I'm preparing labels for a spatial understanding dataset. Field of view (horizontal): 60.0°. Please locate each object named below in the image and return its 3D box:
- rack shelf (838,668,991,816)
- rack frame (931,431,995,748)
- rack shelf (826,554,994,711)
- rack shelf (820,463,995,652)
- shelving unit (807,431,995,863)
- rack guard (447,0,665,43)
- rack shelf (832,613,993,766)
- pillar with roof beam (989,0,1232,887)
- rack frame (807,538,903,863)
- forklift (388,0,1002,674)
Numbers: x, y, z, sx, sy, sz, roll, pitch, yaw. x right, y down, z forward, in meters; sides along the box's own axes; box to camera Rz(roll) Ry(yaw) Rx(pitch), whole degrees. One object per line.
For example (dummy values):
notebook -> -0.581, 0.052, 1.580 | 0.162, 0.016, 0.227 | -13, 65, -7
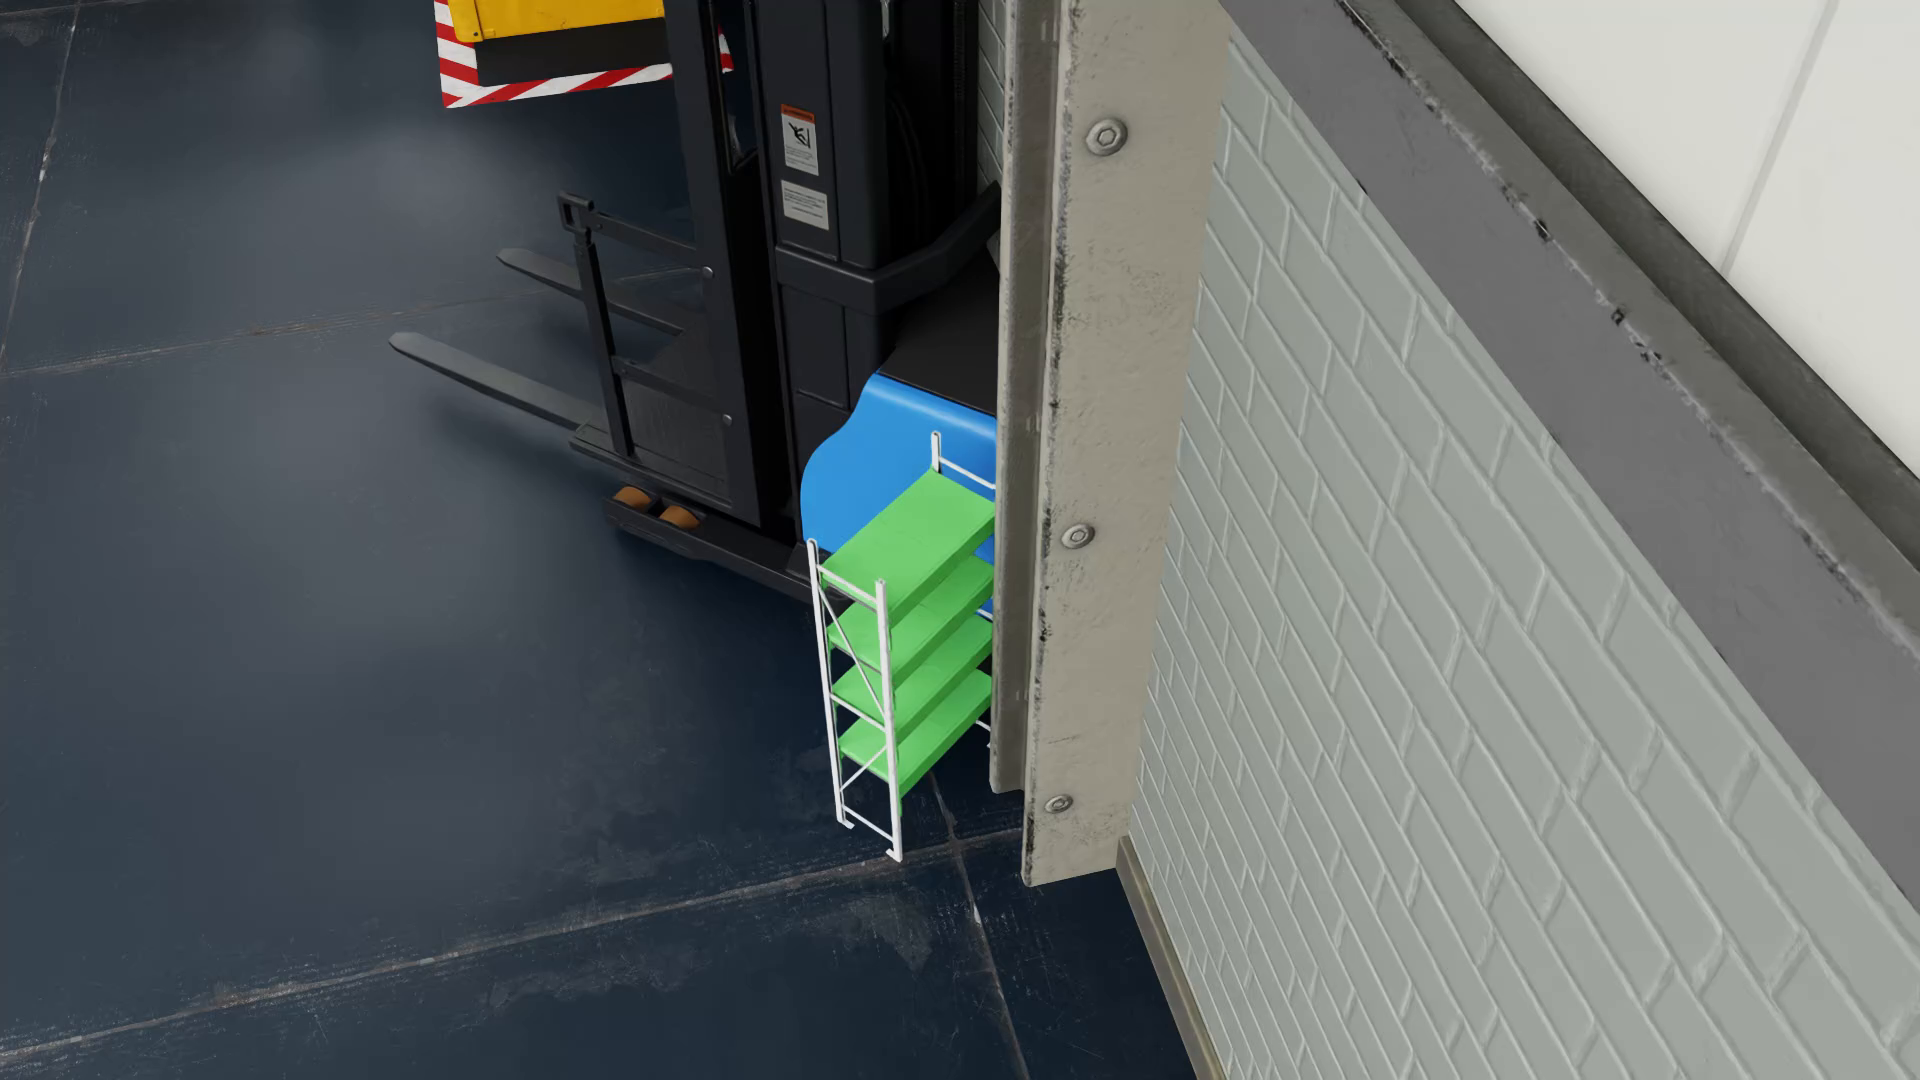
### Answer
rack shelf -> -0.117, 0.536, 4.805 | 0.258, 0.148, 0.480 | 29, 53, 26
rack frame -> 0.030, 0.186, 4.717 | 0.240, 1.200, 0.015 | 29, 53, 26
rack shelf -> -0.122, 0.204, 4.458 | 0.258, 0.148, 0.480 | 29, 53, 26
rack shelf -> -0.124, 0.038, 4.284 | 0.258, 0.148, 0.480 | 29, 53, 26
shelving unit -> -0.120, 0.326, 4.585 | 0.258, 1.200, 0.503 | 29, 53, 26
rack guard -> -1.936, -2.823, 8.167 | 1.175, 0.500, 0.348 | -11, 47, -10
rack shelf -> -0.120, 0.370, 4.631 | 0.258, 0.148, 0.480 | 29, 53, 26
pillar with roof beam -> -3.875, -1.530, 0.949 | 9.100, 9.000, 0.400 | -11, 47, -10
rack frame -> -0.270, 0.466, 4.453 | 0.240, 1.200, 0.015 | 29, 53, 26
forklift -> -0.642, -1.283, 4.955 | 3.031, 2.935, 1.130 | 22, 50, 20
